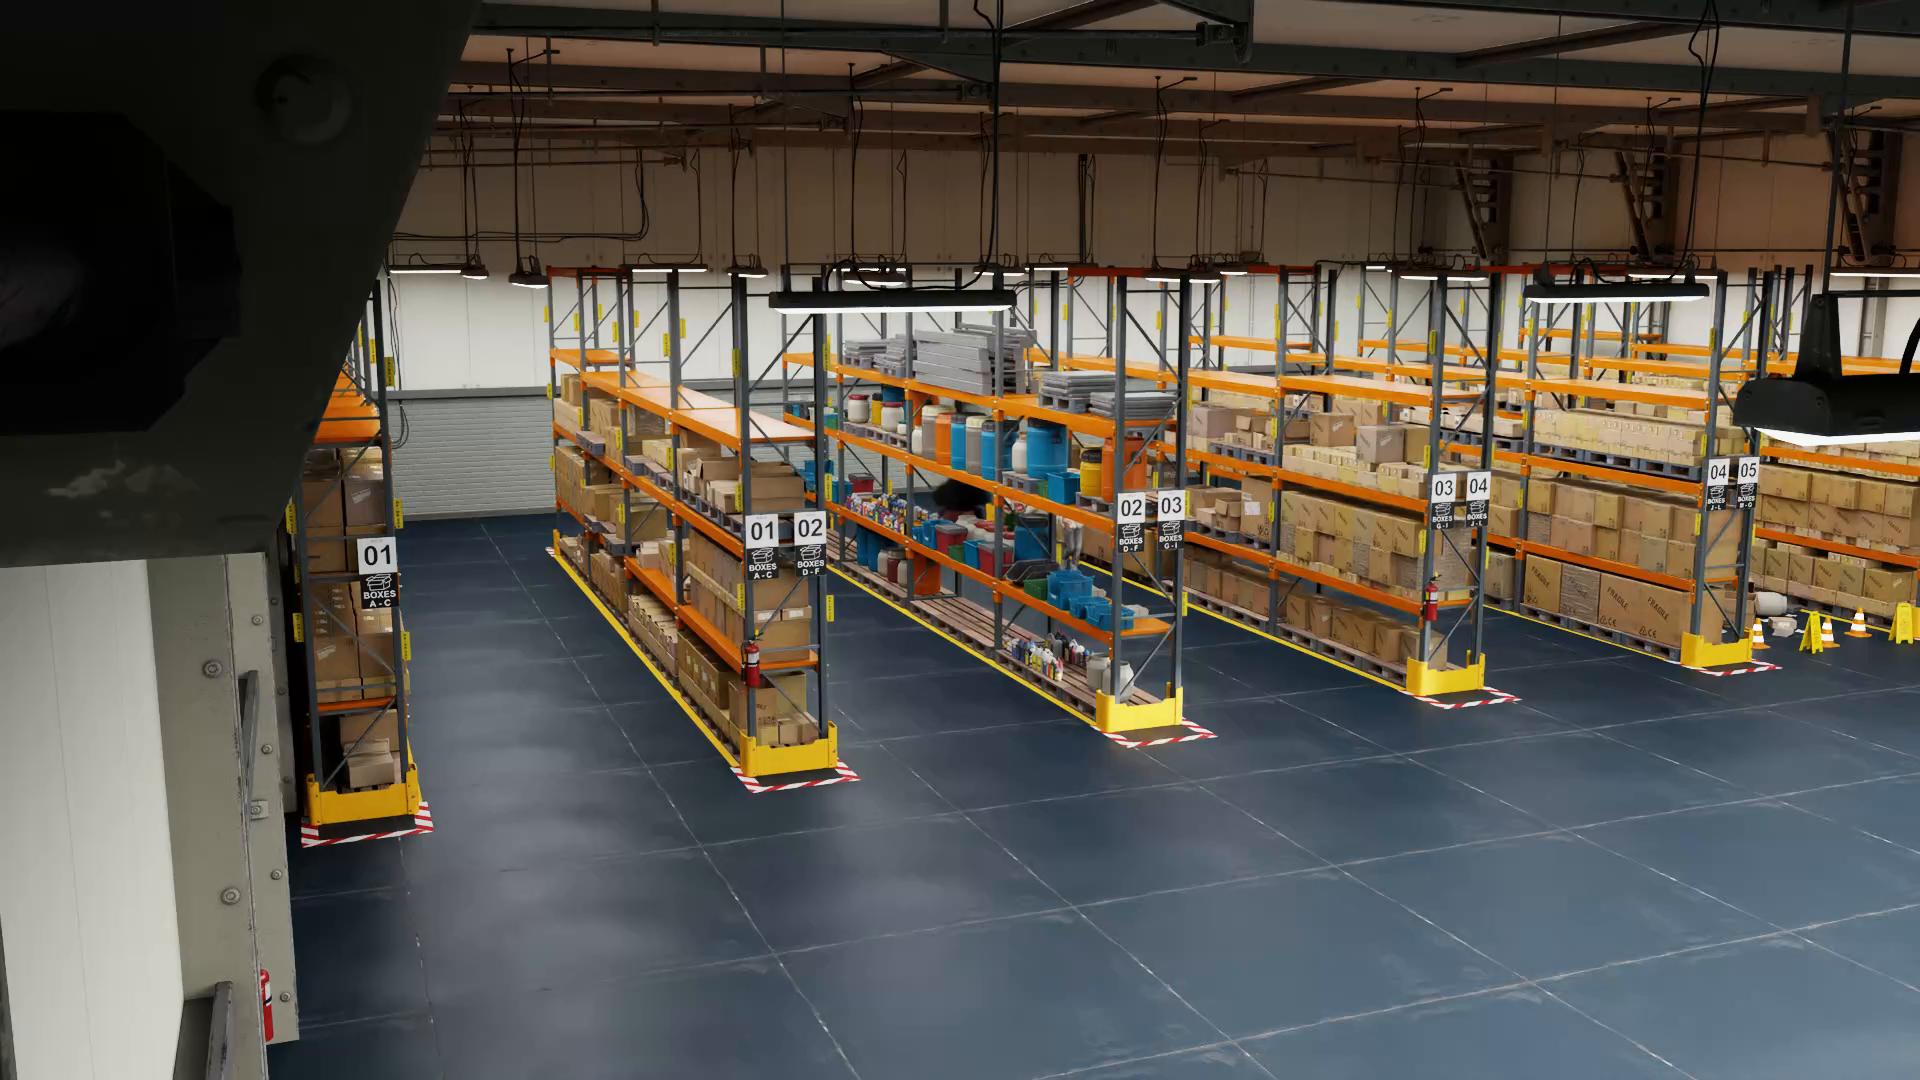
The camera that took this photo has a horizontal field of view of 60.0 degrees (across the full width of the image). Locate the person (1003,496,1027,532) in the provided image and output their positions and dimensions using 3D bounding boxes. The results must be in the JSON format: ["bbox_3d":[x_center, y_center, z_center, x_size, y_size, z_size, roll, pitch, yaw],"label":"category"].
[{"bbox_3d":[1.113,-0.565,34.672,0.652,1.775,0.997,-5,11,-25],"label":"person"}]

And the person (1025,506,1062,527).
[{"bbox_3d":[1.568,-0.153,31.049,0.700,1.701,0.791,-7,12,-35],"label":"person"}]

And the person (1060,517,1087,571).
[{"bbox_3d":[2.137,-0.261,31.450,0.682,1.762,0.556,-4,11,-24],"label":"person"}]
